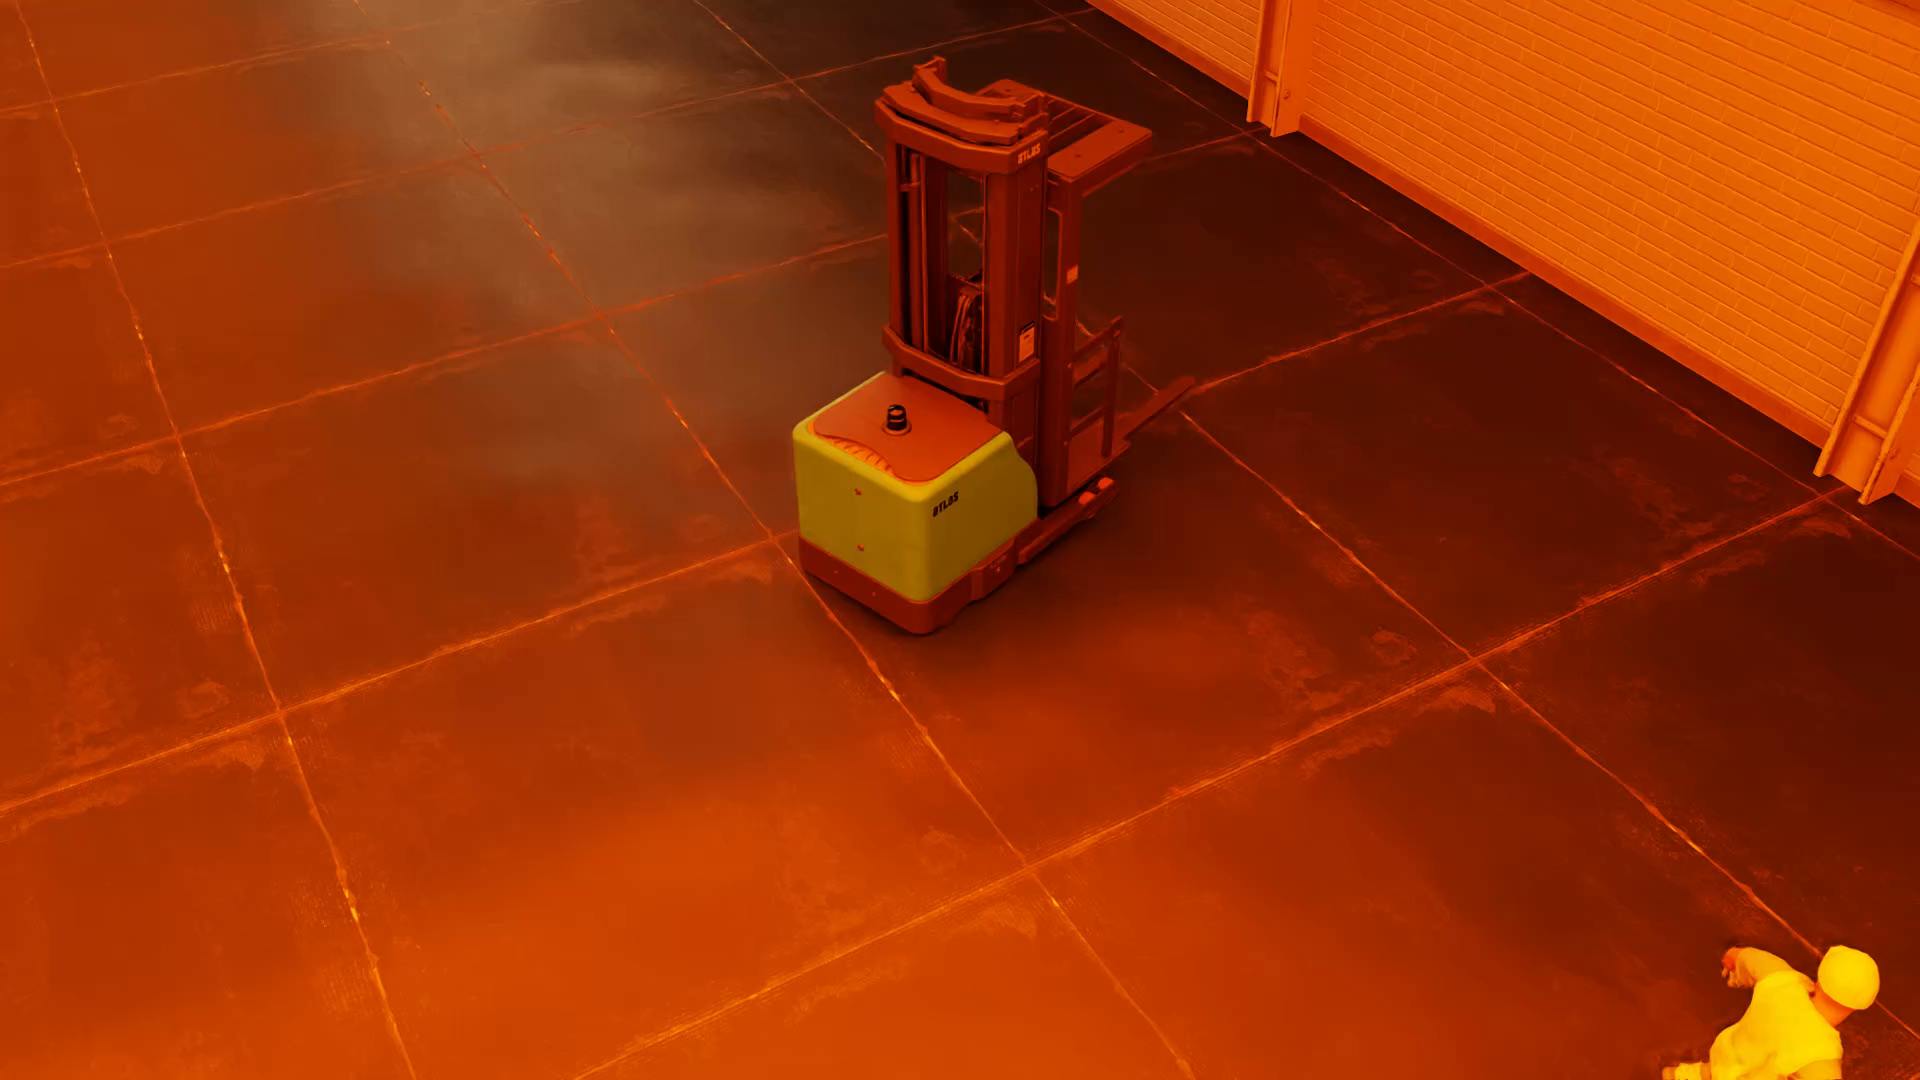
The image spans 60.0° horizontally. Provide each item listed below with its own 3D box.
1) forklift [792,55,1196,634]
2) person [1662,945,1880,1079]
[{"bbox_3d":[0.368,-1.455,9.790,1.130,2.935,3.031,29,47,30],"label":"forklift"},{"bbox_3d":[3.205,2.143,6.485,0.510,1.648,1.060,6,40,8],"label":"person"}]
